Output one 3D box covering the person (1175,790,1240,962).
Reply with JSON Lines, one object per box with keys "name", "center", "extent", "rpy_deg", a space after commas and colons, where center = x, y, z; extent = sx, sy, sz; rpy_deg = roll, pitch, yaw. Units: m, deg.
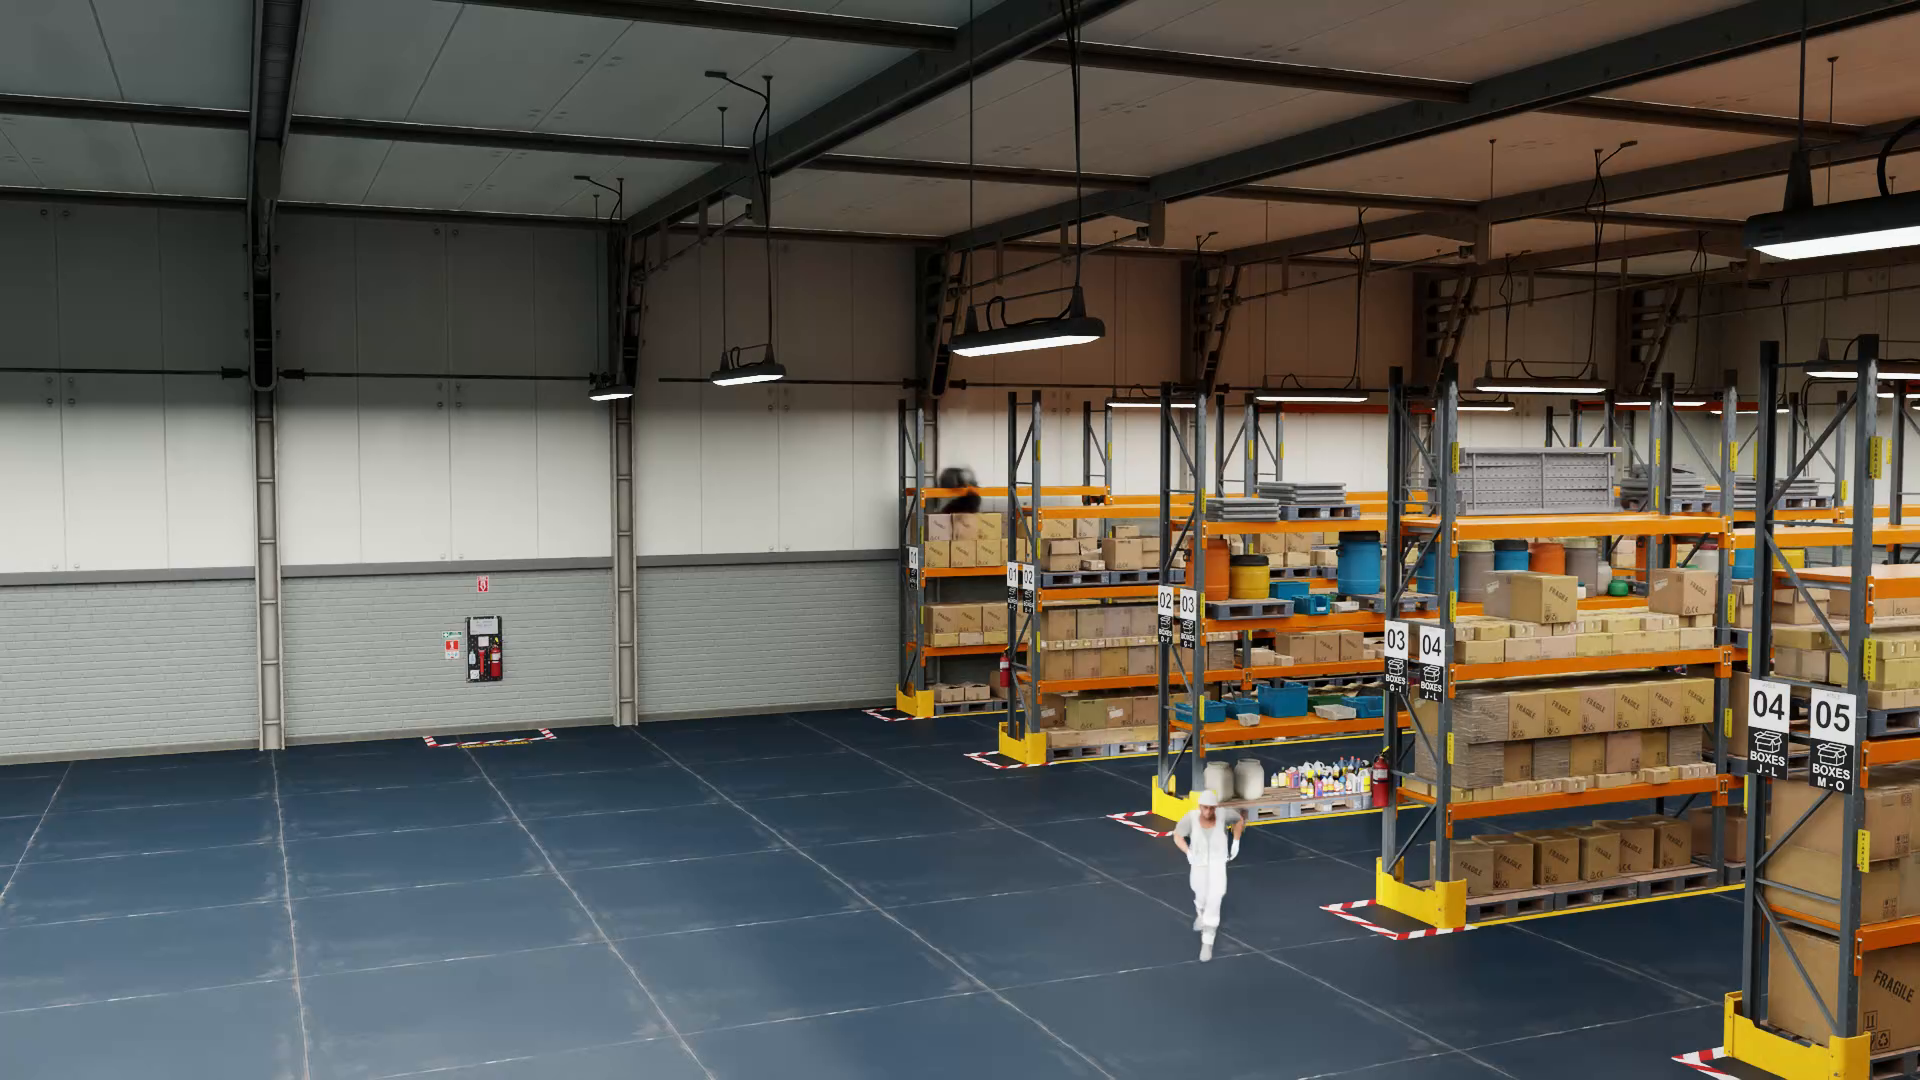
{"name": "person", "center": [2.518, 3.339, 16.987], "extent": [0.655, 1.731, 1.060], "rpy_deg": [0, 3, 5]}
